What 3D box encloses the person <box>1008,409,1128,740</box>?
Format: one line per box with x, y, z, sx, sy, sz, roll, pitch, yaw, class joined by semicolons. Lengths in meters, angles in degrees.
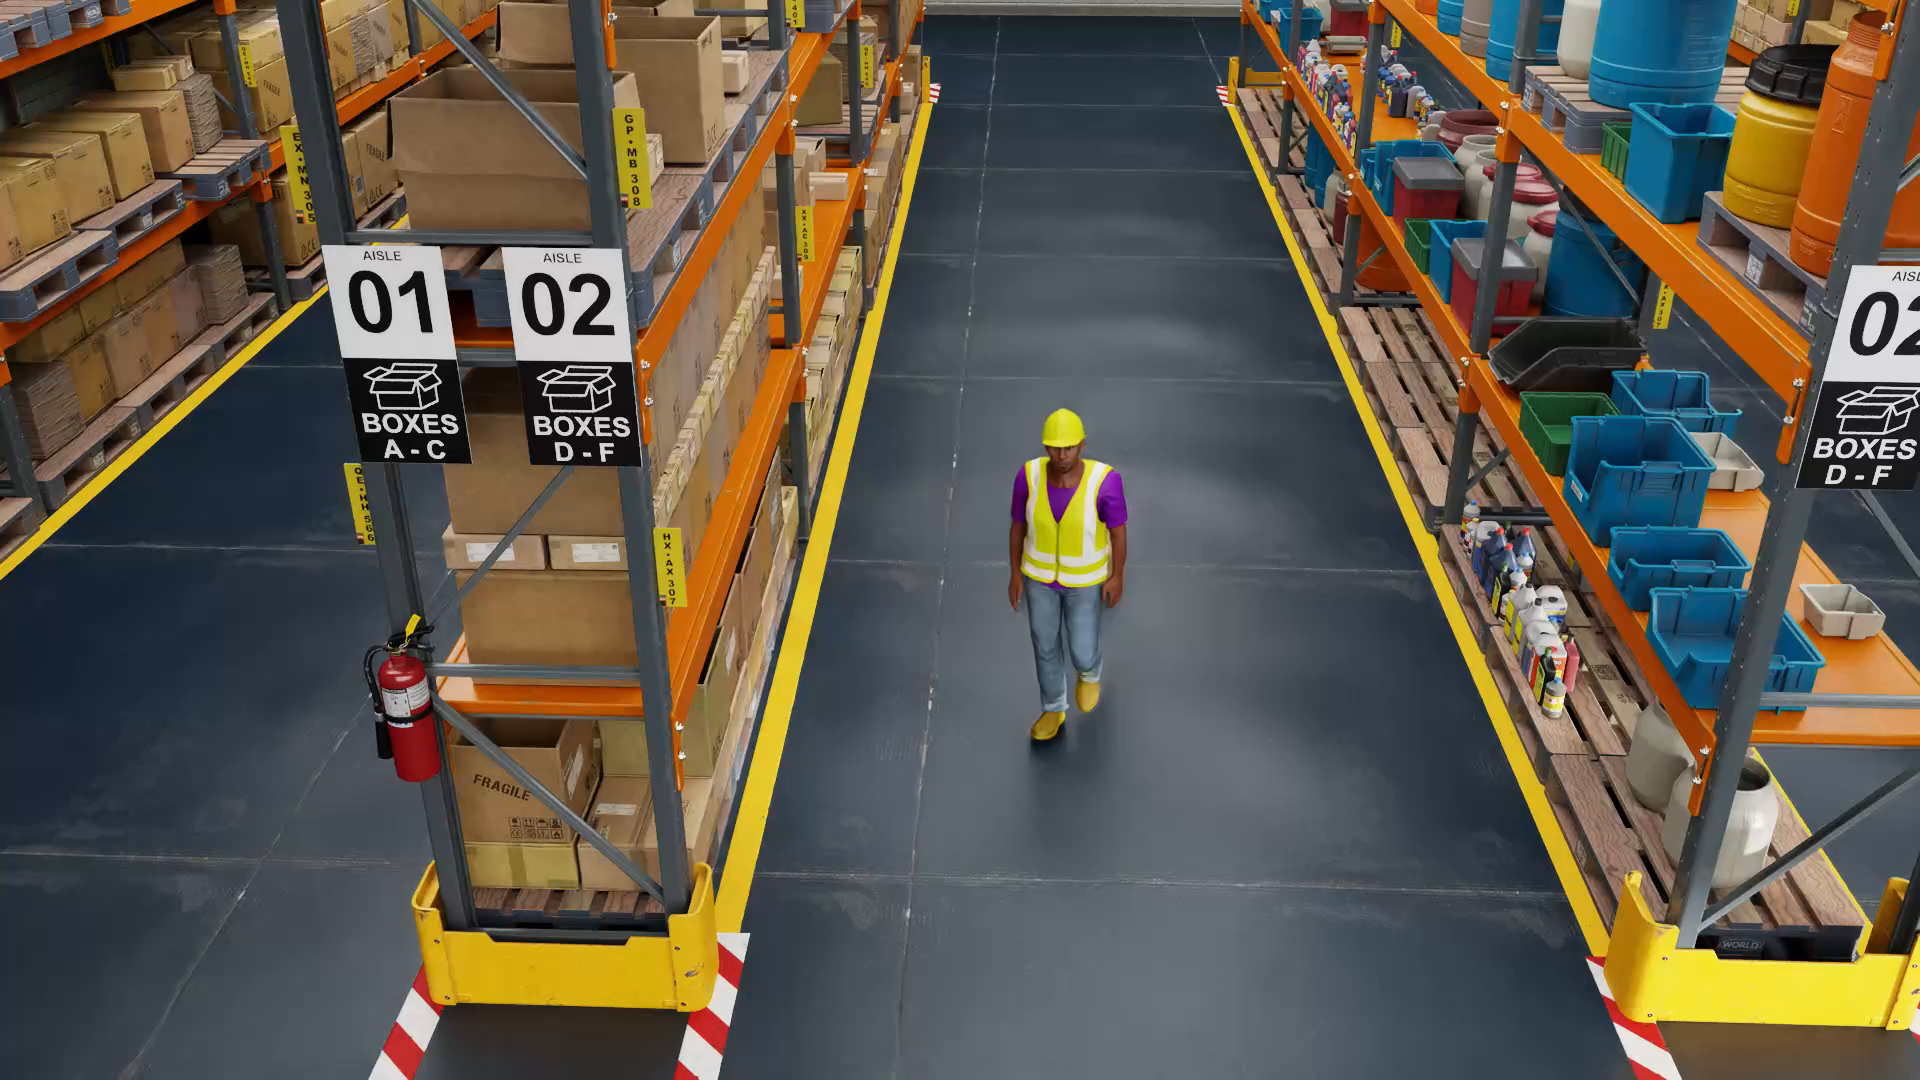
0.532;0.156;8.245;0.581;1.758;0.523;8;29;15;person
